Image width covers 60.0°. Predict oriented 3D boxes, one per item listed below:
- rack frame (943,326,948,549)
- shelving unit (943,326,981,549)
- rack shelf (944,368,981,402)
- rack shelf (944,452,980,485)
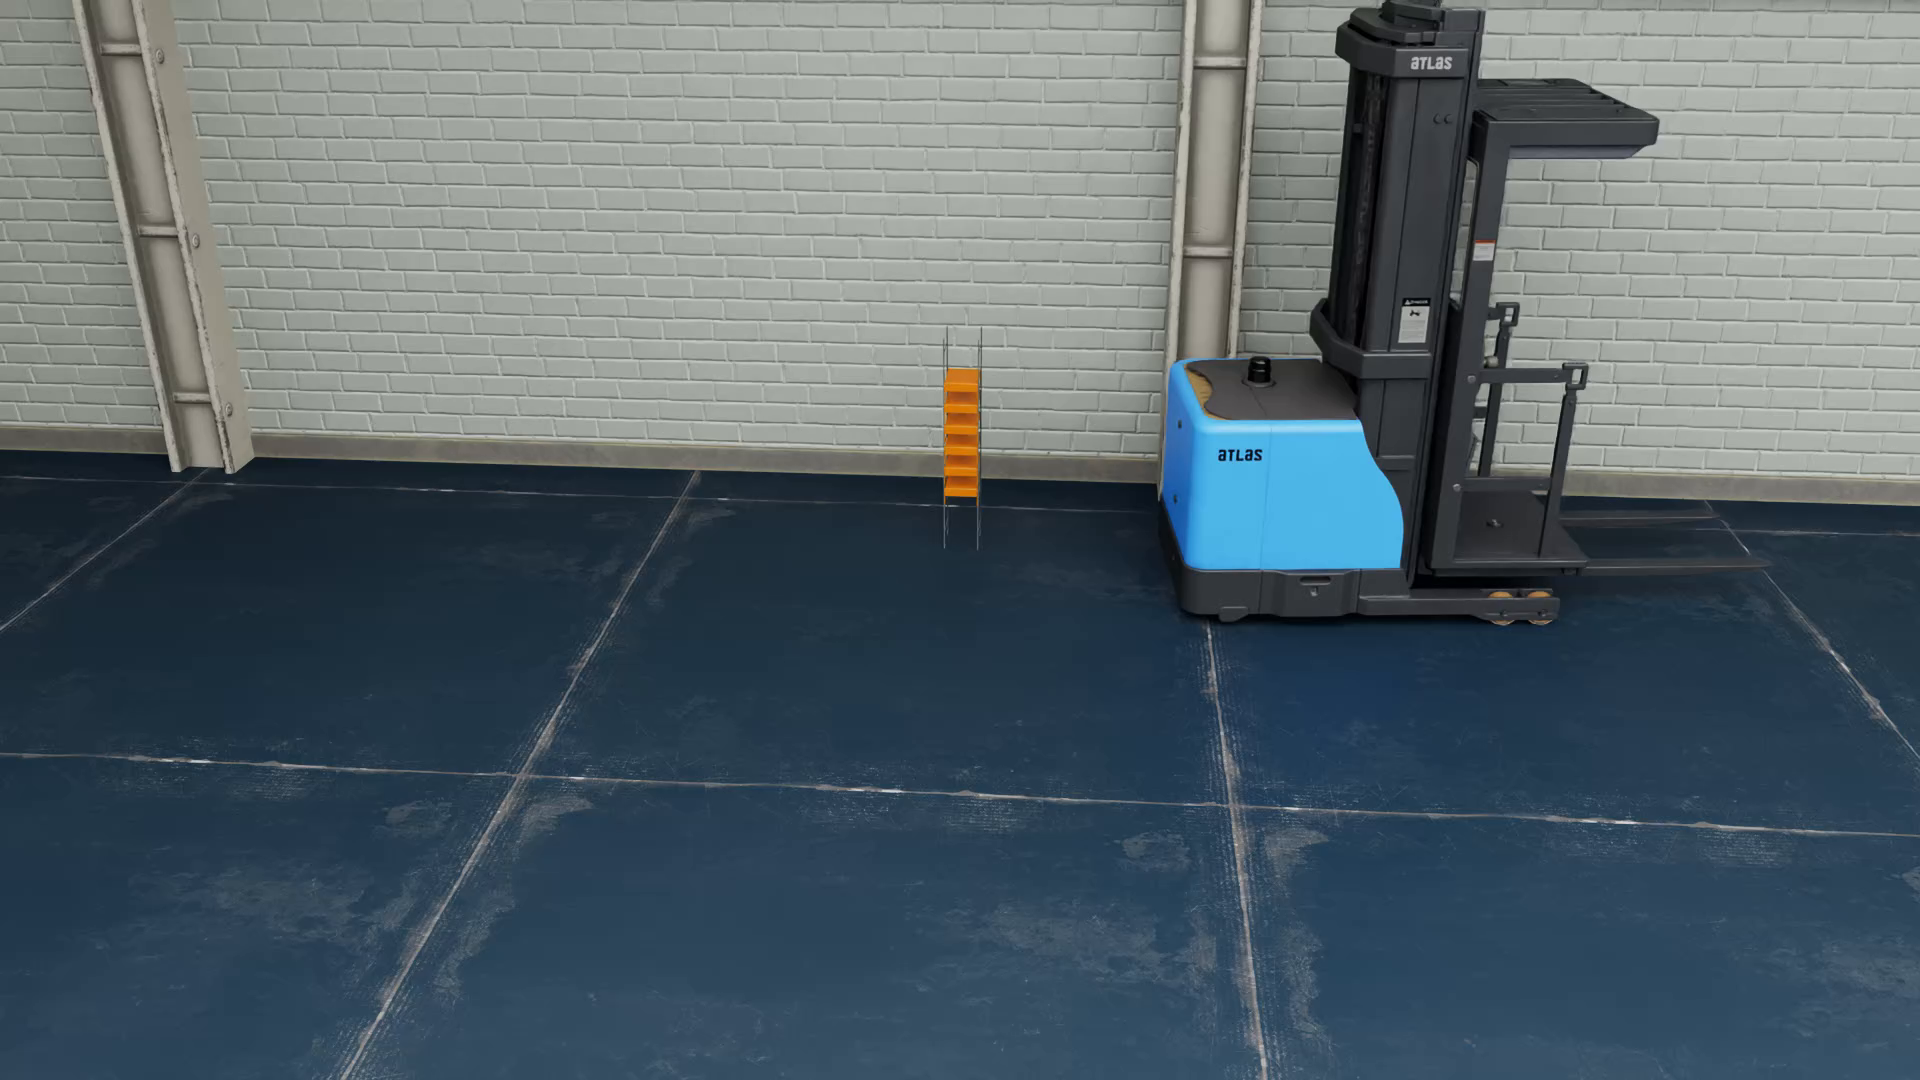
[{"bbox_3d":[-0.077,-0.548,9.005,0.006,1.200,0.240,2,25,4],"label":"rack frame"},{"bbox_3d":[-11.026,-0.020,7.140,21.905,1.800,5.752,2,25,4],"label":"shelving unit"},{"bbox_3d":[0.014,-0.831,8.866,0.180,0.103,0.258,2,25,4],"label":"rack shelf"},{"bbox_3d":[0.014,-0.395,9.067,0.180,0.103,0.258,2,25,4],"label":"rack shelf"}]
